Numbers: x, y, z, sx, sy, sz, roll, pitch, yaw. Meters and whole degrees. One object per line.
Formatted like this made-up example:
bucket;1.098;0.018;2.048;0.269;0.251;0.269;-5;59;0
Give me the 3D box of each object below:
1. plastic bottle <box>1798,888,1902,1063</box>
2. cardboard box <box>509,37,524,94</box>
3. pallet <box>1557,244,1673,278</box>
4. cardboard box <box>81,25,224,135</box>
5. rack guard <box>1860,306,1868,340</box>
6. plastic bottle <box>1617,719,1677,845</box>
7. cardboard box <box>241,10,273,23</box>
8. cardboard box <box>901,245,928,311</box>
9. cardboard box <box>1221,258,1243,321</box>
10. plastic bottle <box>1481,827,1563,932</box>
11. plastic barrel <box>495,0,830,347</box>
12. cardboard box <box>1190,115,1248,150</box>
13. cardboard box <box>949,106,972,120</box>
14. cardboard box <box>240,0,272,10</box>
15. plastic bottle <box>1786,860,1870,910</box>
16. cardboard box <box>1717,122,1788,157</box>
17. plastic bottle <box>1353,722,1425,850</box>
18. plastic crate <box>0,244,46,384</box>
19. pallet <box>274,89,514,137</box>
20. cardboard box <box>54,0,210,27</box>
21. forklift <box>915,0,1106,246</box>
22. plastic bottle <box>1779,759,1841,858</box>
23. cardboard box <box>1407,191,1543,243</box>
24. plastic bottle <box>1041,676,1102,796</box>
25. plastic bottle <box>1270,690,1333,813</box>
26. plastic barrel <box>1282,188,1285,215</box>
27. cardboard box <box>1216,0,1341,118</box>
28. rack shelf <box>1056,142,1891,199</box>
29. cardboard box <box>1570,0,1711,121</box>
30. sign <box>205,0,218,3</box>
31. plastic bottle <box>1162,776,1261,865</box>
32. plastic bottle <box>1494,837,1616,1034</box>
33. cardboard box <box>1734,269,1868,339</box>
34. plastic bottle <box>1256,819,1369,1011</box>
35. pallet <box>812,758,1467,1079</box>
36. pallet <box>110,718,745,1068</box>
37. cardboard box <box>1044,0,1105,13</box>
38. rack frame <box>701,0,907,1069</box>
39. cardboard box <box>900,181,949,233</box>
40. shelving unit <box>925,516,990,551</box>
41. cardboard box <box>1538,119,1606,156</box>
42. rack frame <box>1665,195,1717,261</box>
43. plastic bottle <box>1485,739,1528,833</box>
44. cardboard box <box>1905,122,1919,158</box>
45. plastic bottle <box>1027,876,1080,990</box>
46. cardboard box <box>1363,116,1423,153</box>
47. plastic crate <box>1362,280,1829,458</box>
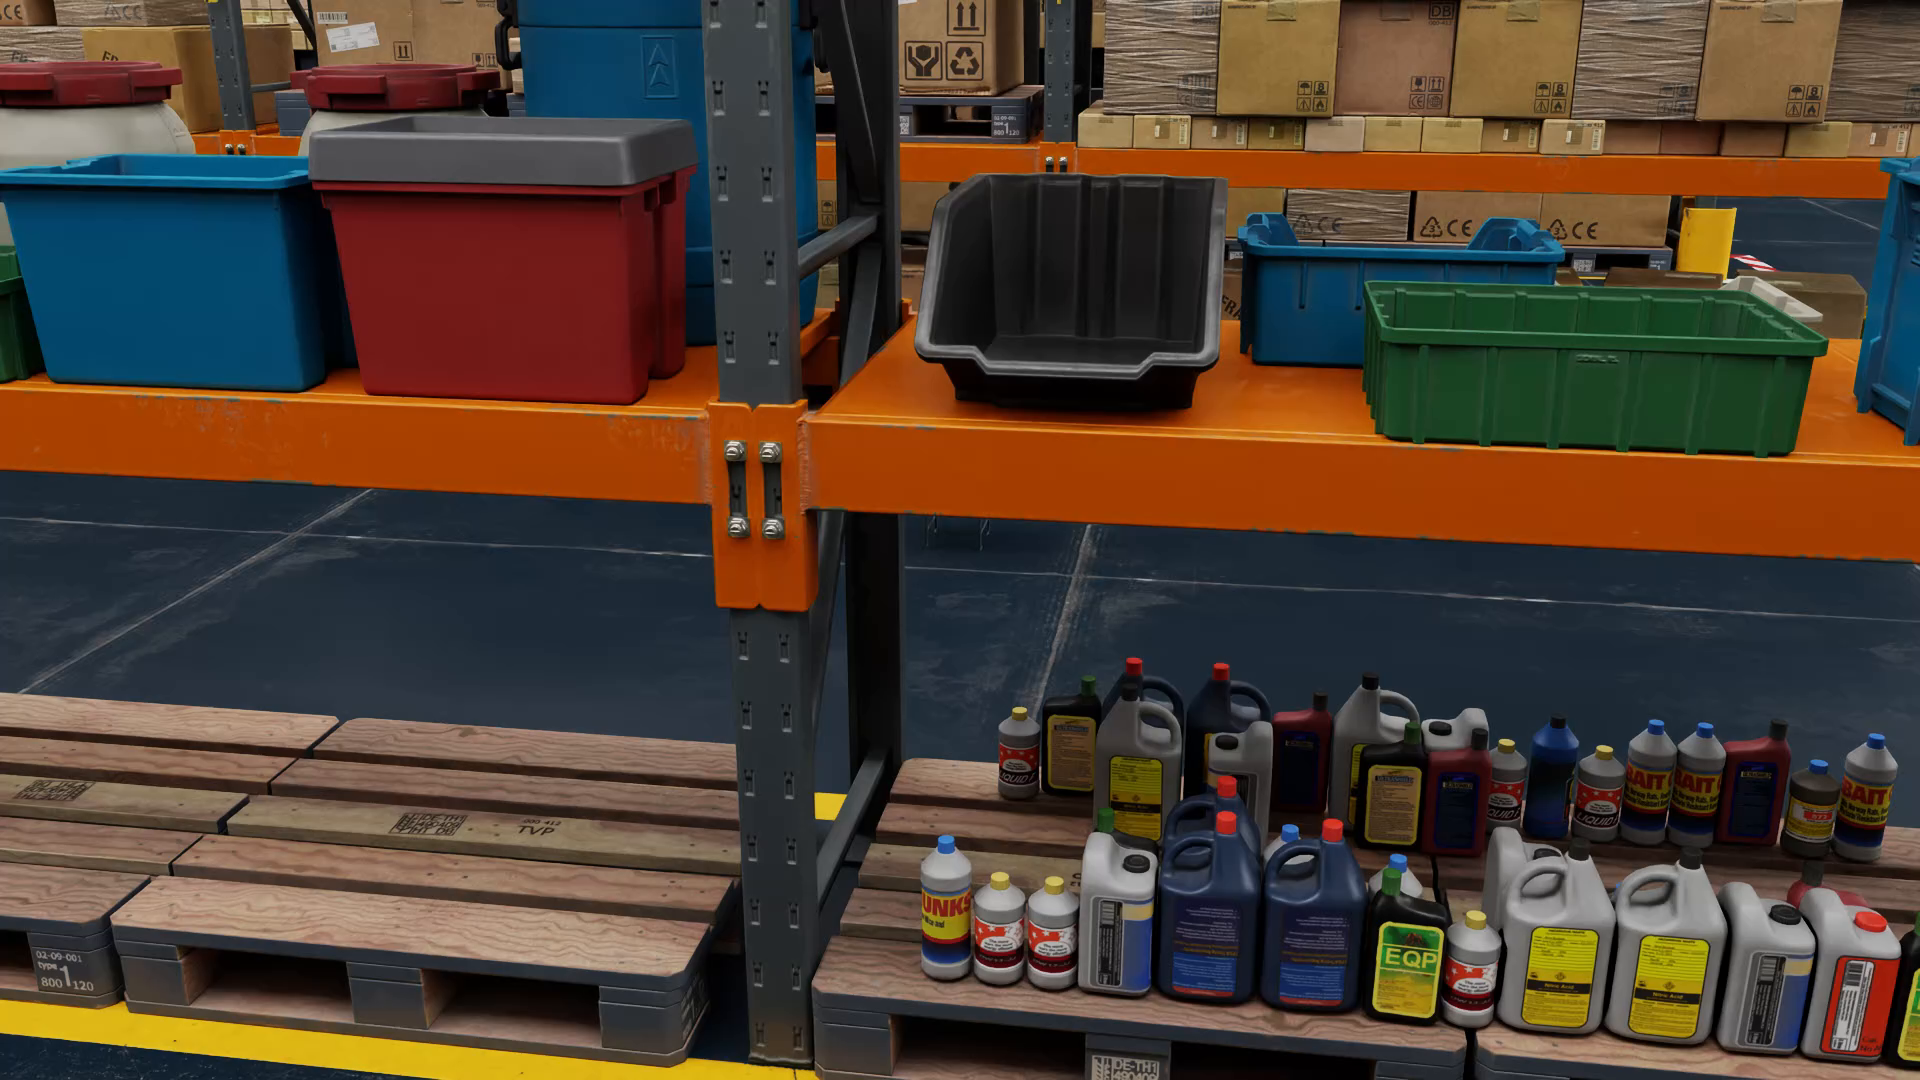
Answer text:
plastic bottle;1.551;0.754;2.921;0.135;0.276;0.152;3;19;9
cardboard box;-1.816;-2.279;7.960;0.500;0.250;0.500;2;19;7
pallet;4.549;-2.146;12.386;1.213;0.211;1.003;3;19;9
cardboard box;-3.961;-2.302;8.297;0.500;0.500;0.500;4;19;10
rack guard;4.389;-0.723;7.675;0.348;0.500;1.175;3;19;9
plastic bottle;1.501;0.521;3.624;0.097;0.271;0.097;0;18;0
cardboard box;-5.413;-4.076;13.023;0.250;0.149;0.380;2;19;6
cardboard box;-0.088;-1.167;8.308;0.500;0.500;0.700;1;19;4
cardboard box;1.470;-1.060;8.022;0.500;0.500;0.500;9;21;26
plastic bottle;1.065;0.683;3.134;0.135;0.276;0.152;3;19;9
plastic barrel;-0.604;-0.906;3.494;0.708;0.901;0.600;3;19;9
cardboard box;1.175;-1.861;7.533;0.250;0.149;0.380;3;19;9
cardboard box;0.181;-5.974;22.510;0.625;0.625;0.875;4;19;10
cardboard box;-5.406;-4.216;12.973;0.250;0.149;0.380;3;19;8
plastic bottle;1.568;0.717;3.020;0.133;0.283;0.061;3;19;9
cardboard box;3.404;-1.762;7.236;0.250;0.149;0.380;3;19;9
plastic bottle;0.928;0.527;3.588;0.133;0.283;0.061;3;19;9
plastic crate;-2.035;-0.453;3.263;0.662;0.188;0.450;3;19;9
pallet;-2.714;-2.214;8.494;1.003;0.211;1.213;3;19;9
cardboard box;-4.154;-2.872;8.421;0.637;0.503;0.797;4;19;11
forklift;0.510;-3.017;10.702;1.130;2.935;3.031;-7;20;-19
plastic bottle;1.836;0.572;3.584;0.097;0.201;0.097;0;18;0
cardboard box;3.802;-2.702;12.337;0.875;0.875;0.875;3;19;8
plastic bottle;0.257;0.446;3.829;0.133;0.283;0.061;4;19;11
plastic bottle;0.768;0.472;3.751;0.133;0.283;0.061;4;19;12
plastic barrel;2.765;-2.856;14.172;0.512;0.421;0.421;-15;24;-38
cardboard box;1.437;-2.216;7.572;0.500;0.500;0.875;3;19;9
rack shelf;2.490;-1.664;7.682;4.000;0.370;1.077;3;19;9
cardboard box;2.926;-2.155;7.391;0.500;0.500;0.875;3;19;9
sign;-3.519;-2.682;7.767;0.005;0.325;0.100;3;19;9
plastic bottle;0.483;0.619;3.207;0.185;0.351;0.144;3;19;9
plastic bottle;1.066;0.695;2.980;0.185;0.351;0.144;3;19;8
cardboard box;3.850;-0.955;7.707;0.500;0.500;0.500;7;20;19
plastic bottle;0.647;0.674;3.044;0.185;0.351;0.144;2;19;6
pallet;0.386;0.815;3.534;1.213;0.211;1.003;3;19;9
pallet;-1.052;0.741;3.756;1.213;0.211;1.003;3;19;9
cardboard box;0.910;-4.199;12.393;0.500;0.500;0.700;3;19;8
rack frame;-0.271;-0.554;3.231;0.127;3.000;1.000;3;19;9
cardboard box;-0.178;-2.840;12.946;0.750;0.750;1.050;3;19;9
shelving unit;-0.008;-0.427;6.162;0.210;0.900;0.258;3;19;9
cardboard box;2.652;-1.777;7.284;0.250;0.149;0.380;3;19;9
rack frame;5.351;-3.453;11.896;0.127;3.000;1.000;3;19;9
plastic bottle;1.200;0.539;3.681;0.097;0.201;0.097;0;18;0
cardboard box;4.150;-1.735;7.157;0.250;0.149;0.380;3;19;9
plastic bottle;0.175;0.728;3.117;0.097;0.201;0.097;0;18;0
cardboard box;1.918;-1.826;7.430;0.250;0.149;0.380;3;19;9
plastic crate;1.025;-0.297;2.797;0.662;0.188;0.450;3;19;9
